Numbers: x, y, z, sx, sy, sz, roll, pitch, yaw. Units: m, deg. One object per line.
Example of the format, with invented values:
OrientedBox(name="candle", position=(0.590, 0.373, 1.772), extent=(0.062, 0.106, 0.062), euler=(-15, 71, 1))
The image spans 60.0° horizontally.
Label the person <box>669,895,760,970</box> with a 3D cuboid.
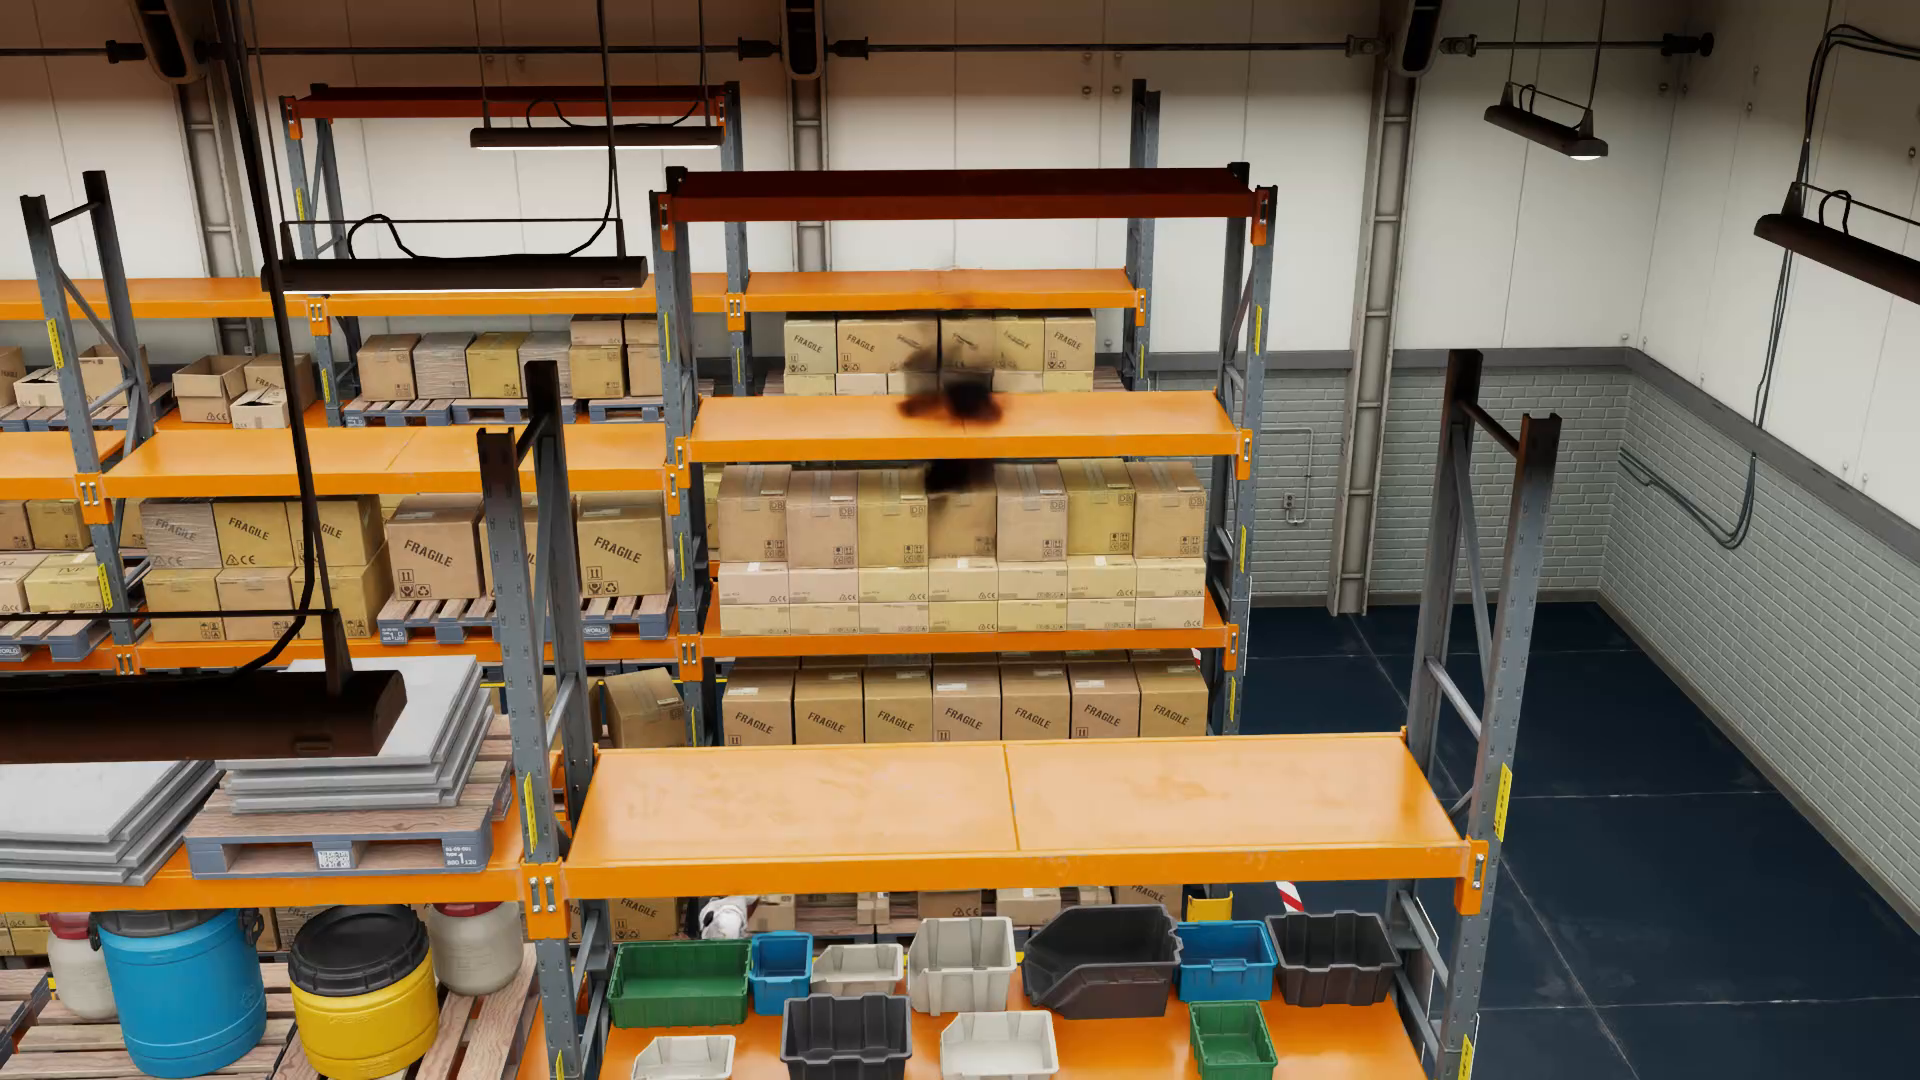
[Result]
OrientedBox(name="person", position=(-1.541, 2.884, 11.067), extent=(0.736, 1.796, 0.546), euler=(-7, 23, -16))
